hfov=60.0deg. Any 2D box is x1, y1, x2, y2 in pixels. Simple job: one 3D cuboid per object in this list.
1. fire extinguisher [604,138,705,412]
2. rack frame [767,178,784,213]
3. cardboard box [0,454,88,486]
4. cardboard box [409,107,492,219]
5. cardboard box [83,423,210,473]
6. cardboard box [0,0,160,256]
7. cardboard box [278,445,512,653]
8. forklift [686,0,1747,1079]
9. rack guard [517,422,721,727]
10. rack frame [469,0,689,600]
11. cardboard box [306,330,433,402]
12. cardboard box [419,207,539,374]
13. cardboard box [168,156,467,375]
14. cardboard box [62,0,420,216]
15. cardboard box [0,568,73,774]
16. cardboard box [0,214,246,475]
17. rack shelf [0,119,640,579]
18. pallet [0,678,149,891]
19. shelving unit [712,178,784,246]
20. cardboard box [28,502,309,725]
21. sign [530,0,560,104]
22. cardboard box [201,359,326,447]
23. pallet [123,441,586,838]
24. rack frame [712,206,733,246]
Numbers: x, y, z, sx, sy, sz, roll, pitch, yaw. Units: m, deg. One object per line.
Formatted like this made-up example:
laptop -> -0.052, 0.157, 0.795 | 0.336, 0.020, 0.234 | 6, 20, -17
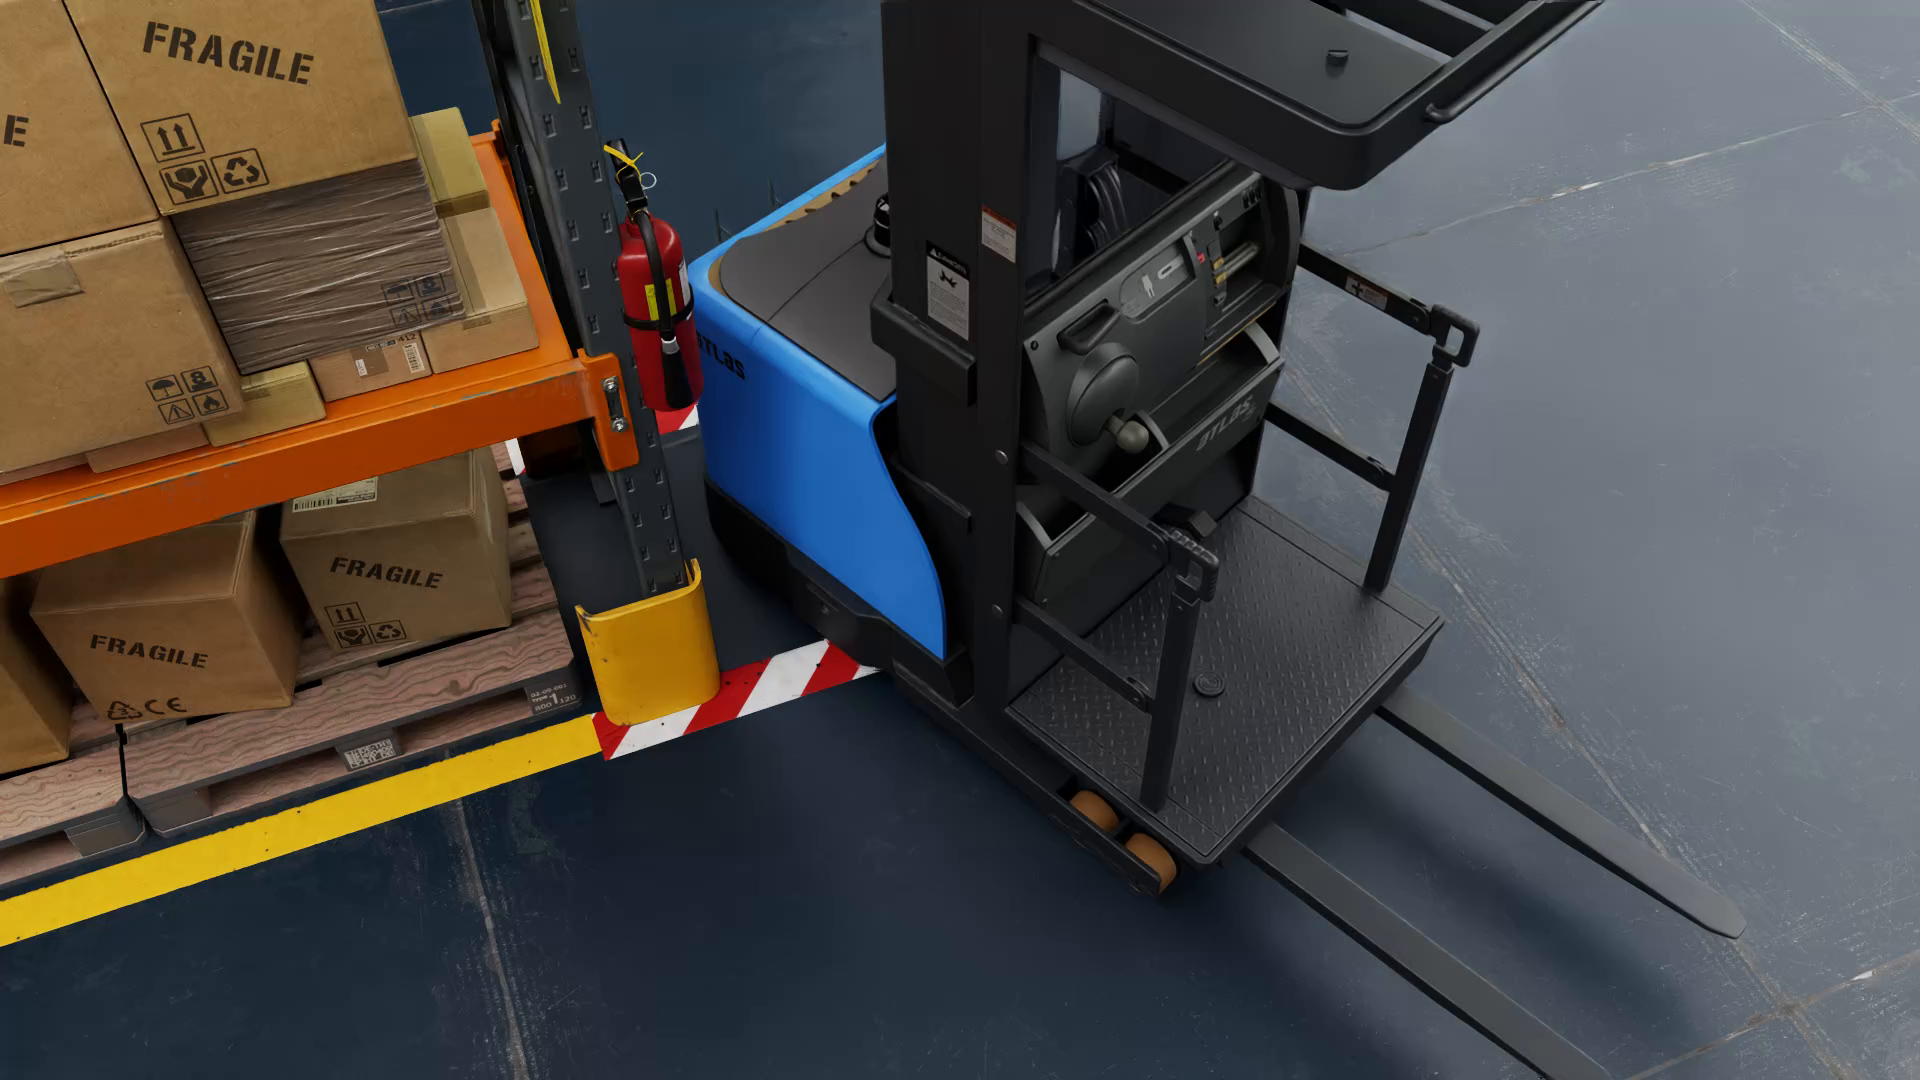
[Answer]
fire extinguisher -> -0.711, -0.590, 3.830 | 0.183, 0.674, 0.296 | -17, 52, -14
rack frame -> -0.498, -0.728, 5.281 | 0.006, 0.900, 0.240 | -34, 57, -25
cardboard box -> -2.105, -0.315, 3.709 | 0.250, 0.149, 0.380 | -17, 52, -14
cardboard box -> -1.346, -0.910, 4.220 | 0.250, 0.149, 0.380 | -17, 52, -14
cardboard box -> -1.858, -0.357, 3.745 | 0.250, 0.149, 0.380 | -17, 52, -14
cardboard box -> -1.868, -0.883, 3.110 | 0.500, 0.500, 0.500 | -17, 52, -14
cardboard box -> -1.576, -0.061, 4.696 | 0.500, 0.500, 0.500 | -9, 50, -7
forklift -> 0.634, -0.464, 3.717 | 3.031, 2.935, 1.130 | 36, 58, 27
rack guard -> -1.062, -0.070, 4.980 | 0.348, 0.500, 1.175 | -17, 52, -14
rack frame -> -0.992, -0.906, 4.051 | 0.127, 3.000, 1.000 | -17, 52, -14
cardboard box -> -1.409, -0.526, 3.890 | 0.250, 0.149, 0.380 | -17, 52, -14
cardboard box -> -1.177, -0.597, 3.951 | 0.250, 0.149, 0.380 | -17, 52, -14
cardboard box -> -1.511, -0.897, 3.781 | 0.500, 0.500, 0.875 | -17, 52, -14
cardboard box -> -1.407, -1.030, 3.236 | 0.500, 0.500, 0.500 | -17, 52, -14
cardboard box -> -2.703, 0.301, 4.385 | 0.500, 0.500, 0.500 | -13, 51, -11
cardboard box -> -1.929, -0.669, 3.586 | 0.500, 0.500, 0.875 | -17, 52, -14
rack shelf -> -2.843, -0.098, 3.831 | 4.000, 0.370, 1.077 | -17, 52, -14
pallet -> -2.955, 0.579, 4.613 | 1.213, 0.211, 1.003 | -17, 52, -14
shelving unit -> -0.575, -0.677, 5.237 | 0.210, 0.900, 0.258 | -34, 57, -25
cardboard box -> -2.116, 0.134, 4.528 | 0.500, 0.500, 0.500 | -5, 50, -5
sign -> -0.800, -0.991, 3.152 | 0.005, 0.325, 0.100 | -17, 52, -14
cardboard box -> -1.621, -0.418, 3.798 | 0.250, 0.149, 0.380 | -17, 52, -14
pallet -> -1.827, 0.232, 4.911 | 1.213, 0.211, 1.003 | -17, 52, -14
rack frame -> -0.651, -0.625, 5.194 | 0.006, 0.900, 0.240 | -34, 57, -25
